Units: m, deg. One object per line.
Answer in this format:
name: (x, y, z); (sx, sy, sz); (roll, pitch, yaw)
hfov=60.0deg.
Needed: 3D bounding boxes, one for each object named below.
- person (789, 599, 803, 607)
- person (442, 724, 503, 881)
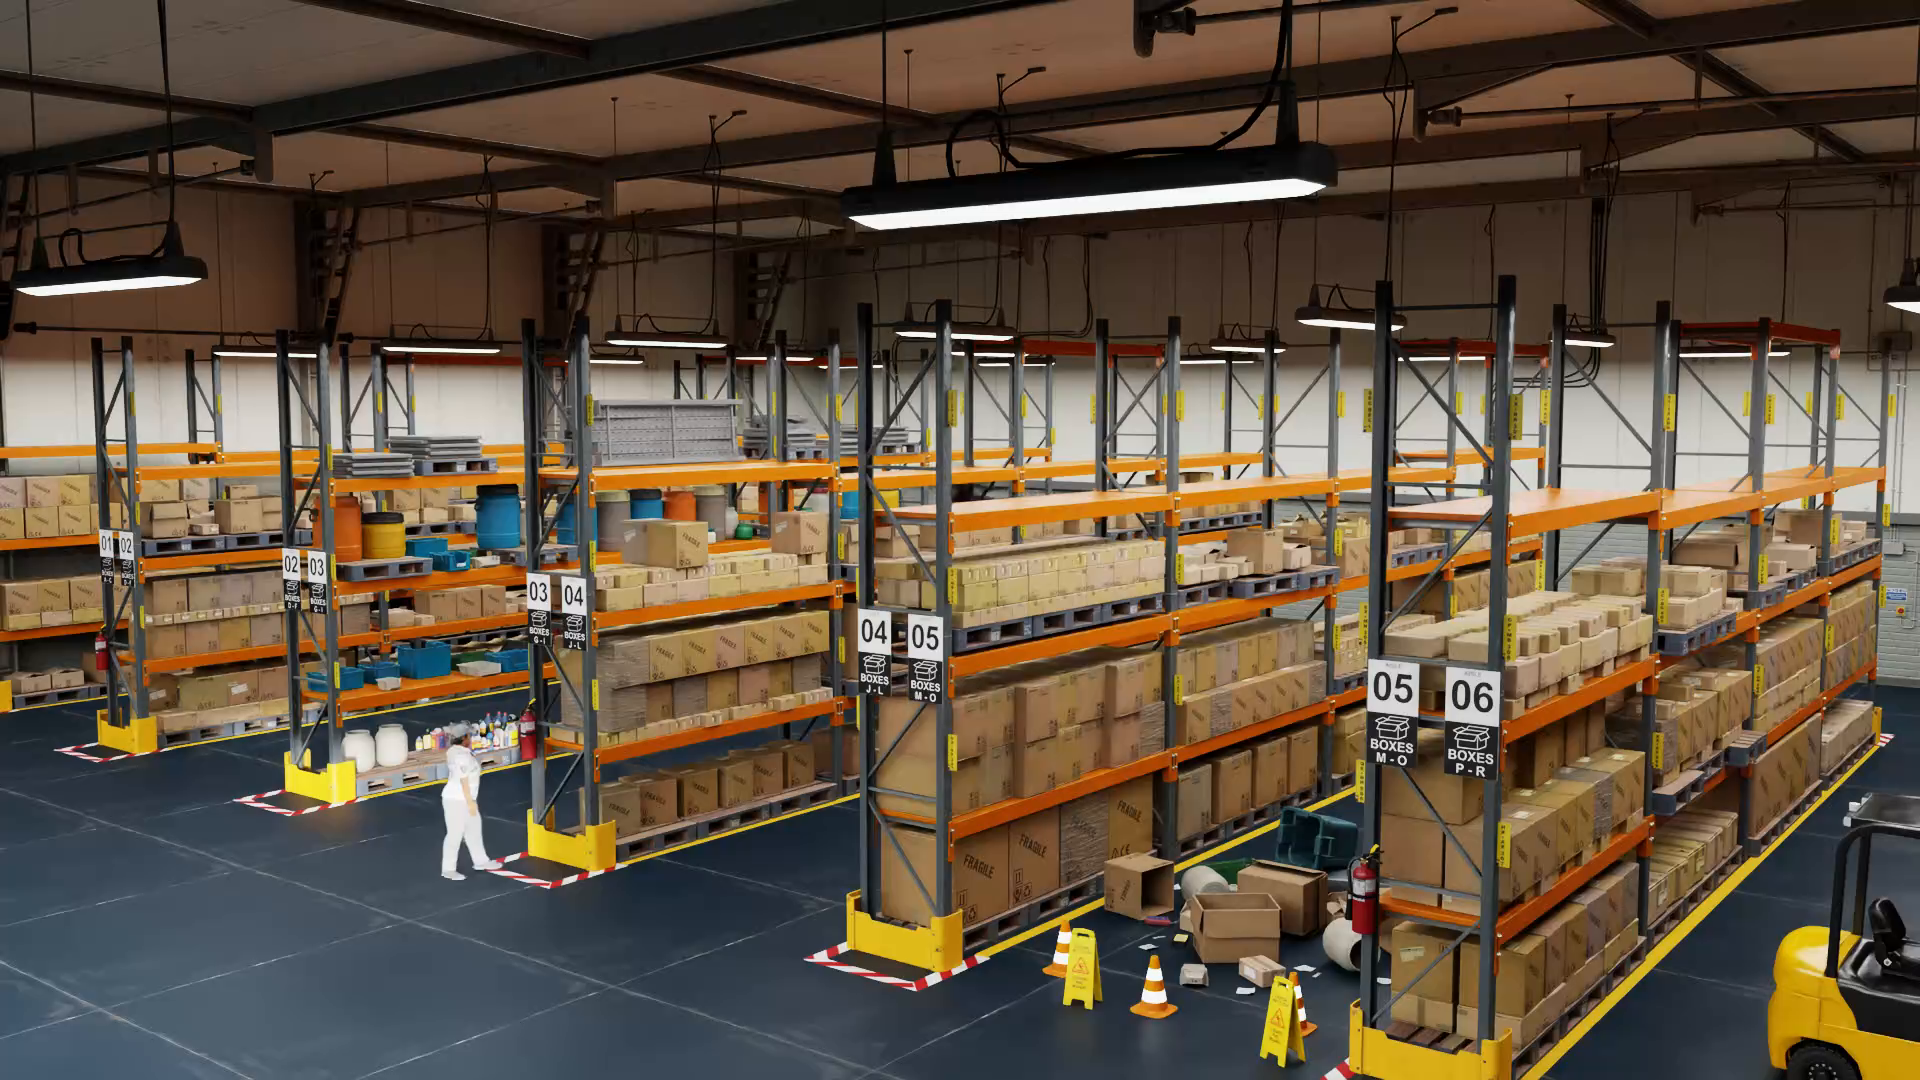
person: (-3.289, 1.456, 32.467); (0.671, 1.722, 1.118); (4, 6, 35)
person: (-5.274, 2.792, 17.886); (0.590, 1.654, 0.553); (-1, 5, -7)
